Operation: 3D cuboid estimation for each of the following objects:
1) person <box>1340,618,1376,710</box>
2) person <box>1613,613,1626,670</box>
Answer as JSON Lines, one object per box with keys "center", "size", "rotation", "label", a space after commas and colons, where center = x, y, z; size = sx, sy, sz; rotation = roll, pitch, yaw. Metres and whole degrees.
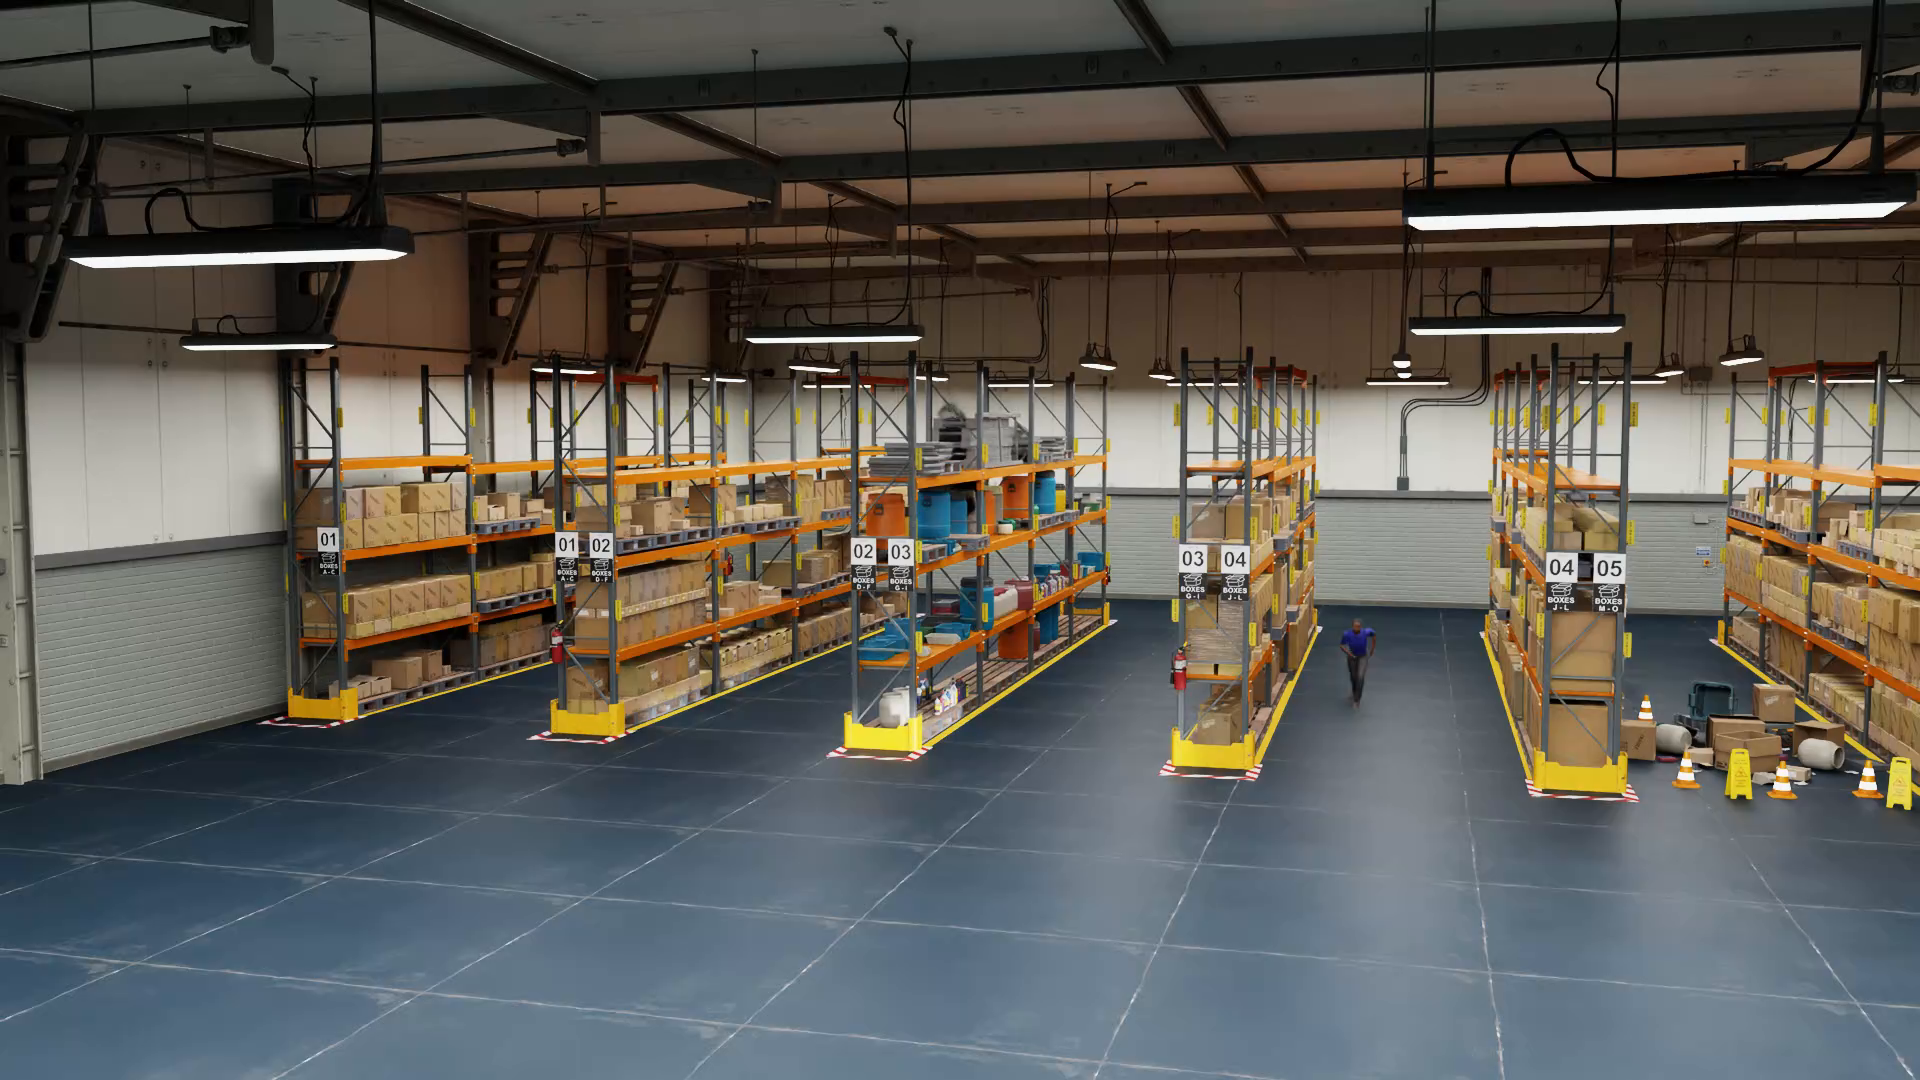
{"center": [6.914, 2.131, 28.916], "size": [0.617, 1.601, 0.966], "rotation": [1, 4, 12], "label": "person"}
{"center": [12.643, 1.816, 32.372], "size": [0.599, 1.625, 0.633], "rotation": [0, 4, 3], "label": "person"}
